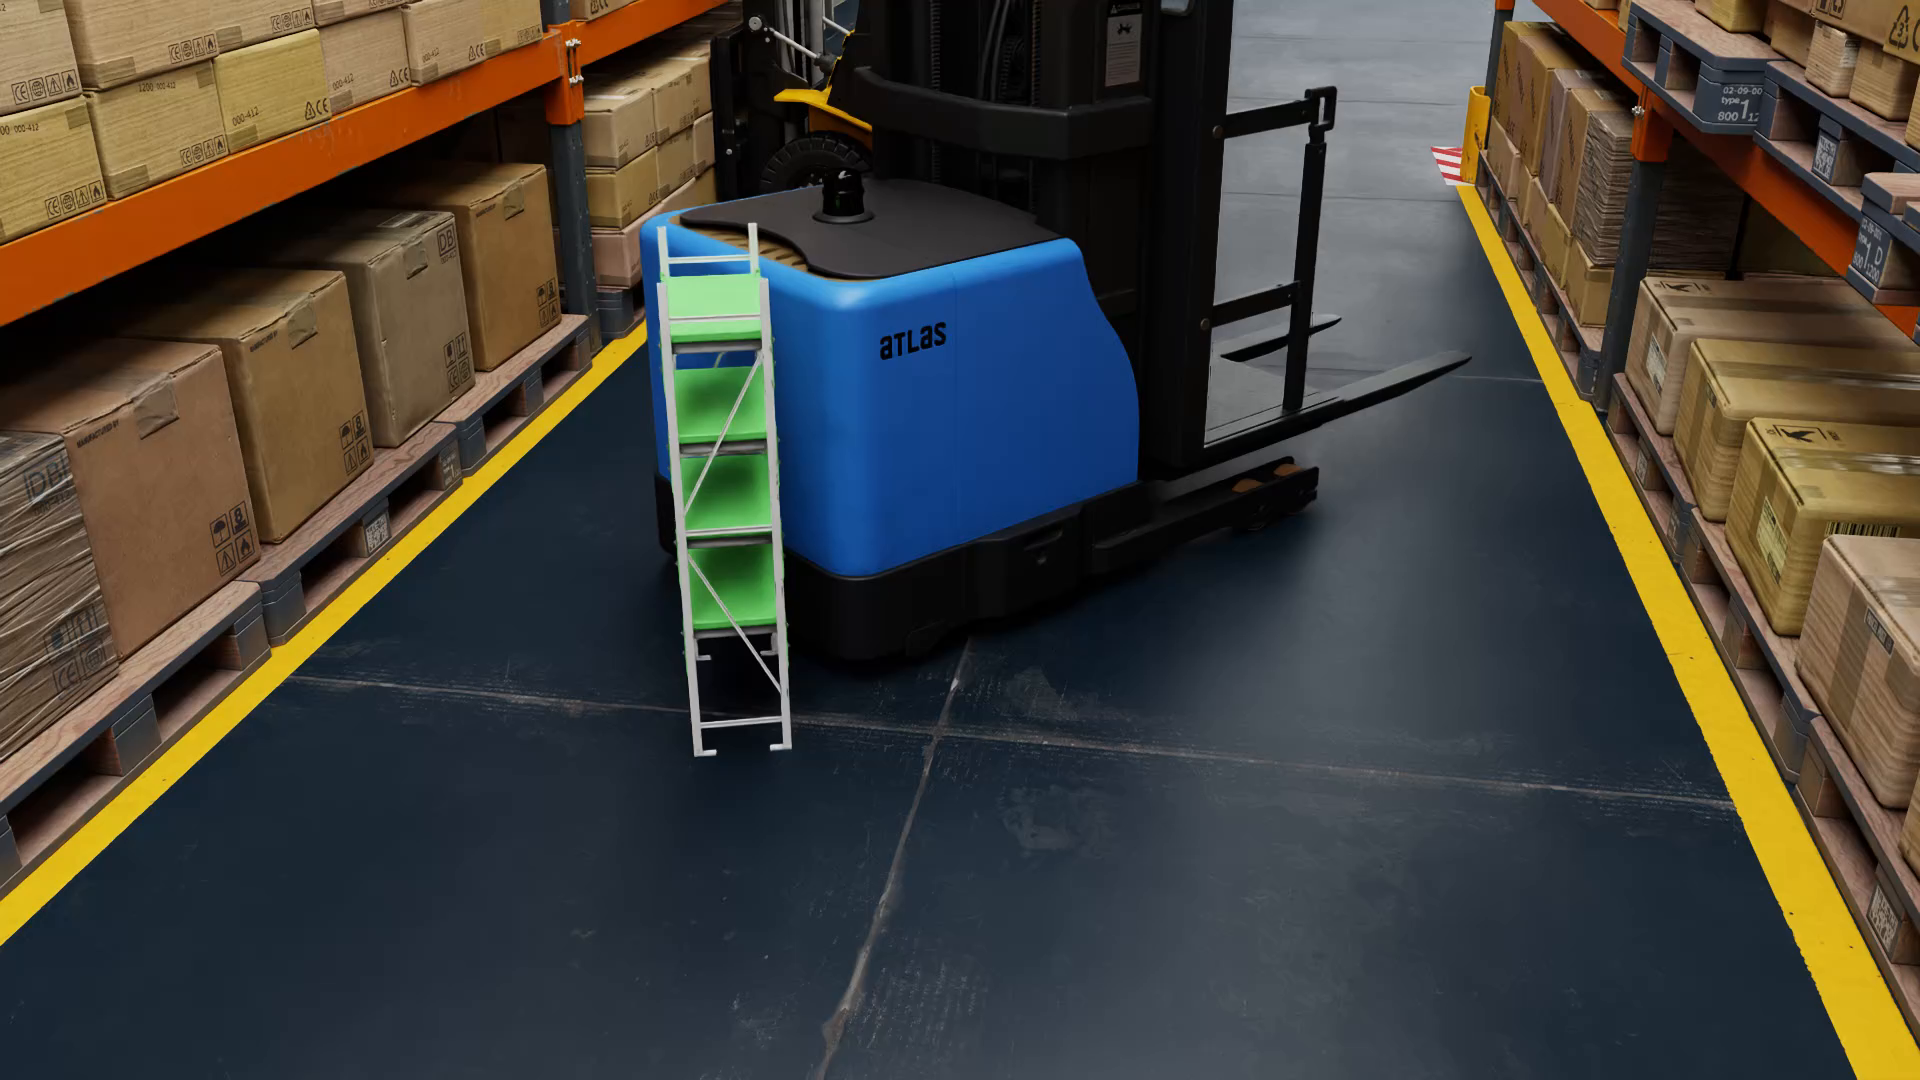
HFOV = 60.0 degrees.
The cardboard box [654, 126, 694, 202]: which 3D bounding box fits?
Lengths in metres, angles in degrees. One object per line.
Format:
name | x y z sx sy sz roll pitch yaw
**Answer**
cardboard box | -1.532 -1.727 7.560 0.500 0.250 0.500 4 25 8

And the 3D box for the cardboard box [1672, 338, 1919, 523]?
cardboard box | 2.704 -0.301 4.960 0.950 0.372 0.625 6 26 12

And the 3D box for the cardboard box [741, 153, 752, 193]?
cardboard box | -1.352 -1.929 8.581 0.500 0.250 0.500 5 26 10

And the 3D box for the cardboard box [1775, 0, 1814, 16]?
cardboard box | 2.366 -1.601 4.167 0.500 0.500 0.500 4 25 8

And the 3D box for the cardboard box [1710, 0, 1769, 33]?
cardboard box | 2.450 -1.585 4.899 0.380 0.149 0.250 5 25 10

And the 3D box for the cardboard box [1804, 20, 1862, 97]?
cardboard box | 2.259 -1.146 3.961 0.380 0.149 0.250 5 26 11

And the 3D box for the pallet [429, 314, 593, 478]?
pallet | -2.078 -0.590 6.262 1.003 0.211 1.213 4 25 9

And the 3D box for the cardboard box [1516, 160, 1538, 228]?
cardboard box | 2.983 -1.679 8.048 0.500 0.250 0.500 6 26 12

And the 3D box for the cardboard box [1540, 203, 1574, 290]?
cardboard box | 2.810 -1.256 7.143 0.500 0.250 0.500 3 25 7

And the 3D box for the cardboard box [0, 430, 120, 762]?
cardboard box | -2.535 0.134 3.731 0.875 0.625 0.625 5 26 10

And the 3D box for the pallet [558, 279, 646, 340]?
pallet | -1.825 -1.231 7.631 1.003 0.211 1.213 4 25 9

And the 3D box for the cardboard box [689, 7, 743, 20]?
cardboard box | -1.188 -2.807 9.277 0.500 0.250 0.500 4 25 9

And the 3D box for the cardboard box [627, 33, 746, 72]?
cardboard box | -1.351 -2.384 8.373 0.500 0.250 0.500 4 25 7

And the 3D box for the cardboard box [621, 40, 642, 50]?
cardboard box | -1.869 -2.416 8.441 0.500 0.250 0.500 4 25 8

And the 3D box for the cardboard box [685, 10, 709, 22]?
cardboard box | -1.686 -2.838 9.343 0.500 0.250 0.500 4 25 9

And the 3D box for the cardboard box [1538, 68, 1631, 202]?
cardboard box | 2.897 -1.799 7.418 0.500 0.500 0.500 5 26 11

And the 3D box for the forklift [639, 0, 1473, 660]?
forklift | 0.539 -1.508 5.014 3.031 2.935 1.130 -20 31 -36

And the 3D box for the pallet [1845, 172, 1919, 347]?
pallet | 2.259 -0.367 2.723 1.213 0.211 1.003 4 25 9

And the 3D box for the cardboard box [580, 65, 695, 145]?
cardboard box | -1.514 -1.956 7.458 0.500 0.250 0.500 4 25 9

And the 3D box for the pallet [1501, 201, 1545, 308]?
pallet | 3.173 -1.354 7.894 1.003 0.211 1.213 4 25 9

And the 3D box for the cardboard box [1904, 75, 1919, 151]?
cardboard box | 2.119 -0.825 3.276 0.380 0.149 0.250 4 25 9

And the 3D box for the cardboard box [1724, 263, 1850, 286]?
cardboard box | 3.264 -0.995 6.585 0.500 0.250 0.500 3 25 6

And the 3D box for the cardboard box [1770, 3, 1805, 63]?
cardboard box | 2.396 -1.357 4.411 0.380 0.149 0.250 4 25 9

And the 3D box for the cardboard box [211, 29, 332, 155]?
cardboard box | -2.086 -1.235 4.527 0.500 0.250 0.500 5 26 10

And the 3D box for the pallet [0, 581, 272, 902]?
pallet | -2.477 0.430 4.082 1.003 0.211 1.213 4 25 9

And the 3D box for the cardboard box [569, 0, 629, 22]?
cardboard box | -1.666 -2.377 6.672 0.500 0.500 0.500 3 25 7

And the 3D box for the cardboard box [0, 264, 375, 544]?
cardboard box | -2.326 -0.421 4.918 0.875 0.625 0.625 3 25 6

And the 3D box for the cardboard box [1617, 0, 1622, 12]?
cardboard box | 2.861 -2.175 6.655 0.380 0.149 0.250 4 25 8

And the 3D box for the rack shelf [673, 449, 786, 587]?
rack shelf | -0.578 -0.064 4.121 0.258 0.148 0.480 -4 25 -8

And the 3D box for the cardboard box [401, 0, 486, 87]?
cardboard box | -1.897 -1.657 5.428 0.500 0.250 0.500 4 25 8

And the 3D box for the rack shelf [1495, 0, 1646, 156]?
rack shelf | 3.228 -2.333 7.544 1.077 0.370 4.000 4 25 9

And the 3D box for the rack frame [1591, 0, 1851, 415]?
rack frame | 2.901 -1.822 5.604 1.000 3.000 0.127 4 25 9

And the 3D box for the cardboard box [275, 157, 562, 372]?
cardboard box | -2.070 -1.060 6.282 0.875 0.625 0.625 5 26 11

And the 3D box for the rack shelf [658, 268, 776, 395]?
rack shelf | -0.578 -0.498 3.918 0.258 0.148 0.480 -4 25 -8

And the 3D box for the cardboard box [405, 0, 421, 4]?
cardboard box | -1.901 -1.884 5.324 0.500 0.250 0.500 3 25 7

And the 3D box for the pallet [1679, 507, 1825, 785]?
pallet | 2.578 0.279 4.406 1.003 0.211 1.213 4 25 9

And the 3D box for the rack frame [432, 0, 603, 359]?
rack frame | -1.996 -2.164 6.335 1.000 3.000 0.127 4 25 9

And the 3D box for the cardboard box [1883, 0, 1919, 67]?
cardboard box | 2.203 -1.157 3.219 0.500 0.500 0.500 2 25 5

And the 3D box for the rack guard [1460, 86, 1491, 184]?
rack guard | 3.543 -2.331 9.640 1.175 0.500 0.348 4 25 9

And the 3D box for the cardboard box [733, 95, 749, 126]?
cardboard box | -1.355 -2.148 8.459 0.500 0.250 0.500 4 25 8

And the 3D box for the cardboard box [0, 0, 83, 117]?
cardboard box | -2.253 -1.028 3.495 0.500 0.250 0.500 5 26 10

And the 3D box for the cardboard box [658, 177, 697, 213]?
cardboard box | -1.523 -1.502 7.668 0.500 0.250 0.500 3 25 7

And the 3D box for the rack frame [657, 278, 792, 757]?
rack frame | -0.539 -0.019 3.876 0.240 1.200 0.015 -4 25 -8

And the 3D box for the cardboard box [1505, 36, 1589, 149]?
cardboard box | 3.066 -2.232 8.344 0.500 0.500 0.500 3 25 7

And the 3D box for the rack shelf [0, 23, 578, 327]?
rack shelf | -2.323 -1.002 4.701 1.077 0.370 4.000 4 25 9

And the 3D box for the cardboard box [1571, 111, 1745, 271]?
cardboard box | 2.733 -1.372 6.507 0.500 0.500 0.500 4 25 8

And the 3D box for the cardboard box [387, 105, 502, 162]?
cardboard box | -2.107 -1.781 7.086 0.500 0.250 0.500 5 25 10

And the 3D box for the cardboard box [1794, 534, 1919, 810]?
cardboard box | 2.462 0.306 3.662 0.950 0.372 0.625 4 25 8

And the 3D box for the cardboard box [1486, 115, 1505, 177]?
cardboard box | 3.150 -2.121 8.992 0.500 0.250 0.500 4 25 8

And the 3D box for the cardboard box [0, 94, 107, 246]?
cardboard box | -2.249 -0.802 3.602 0.500 0.250 0.500 3 25 7

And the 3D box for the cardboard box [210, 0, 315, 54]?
cardboard box | -2.092 -1.461 4.420 0.500 0.250 0.500 4 25 9

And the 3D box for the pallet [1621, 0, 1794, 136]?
pallet | 2.633 -1.425 4.983 1.003 0.211 1.213 4 25 9

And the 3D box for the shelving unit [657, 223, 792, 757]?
shelving unit | -0.578 -0.122 4.094 0.258 1.200 0.503 -4 25 -8
